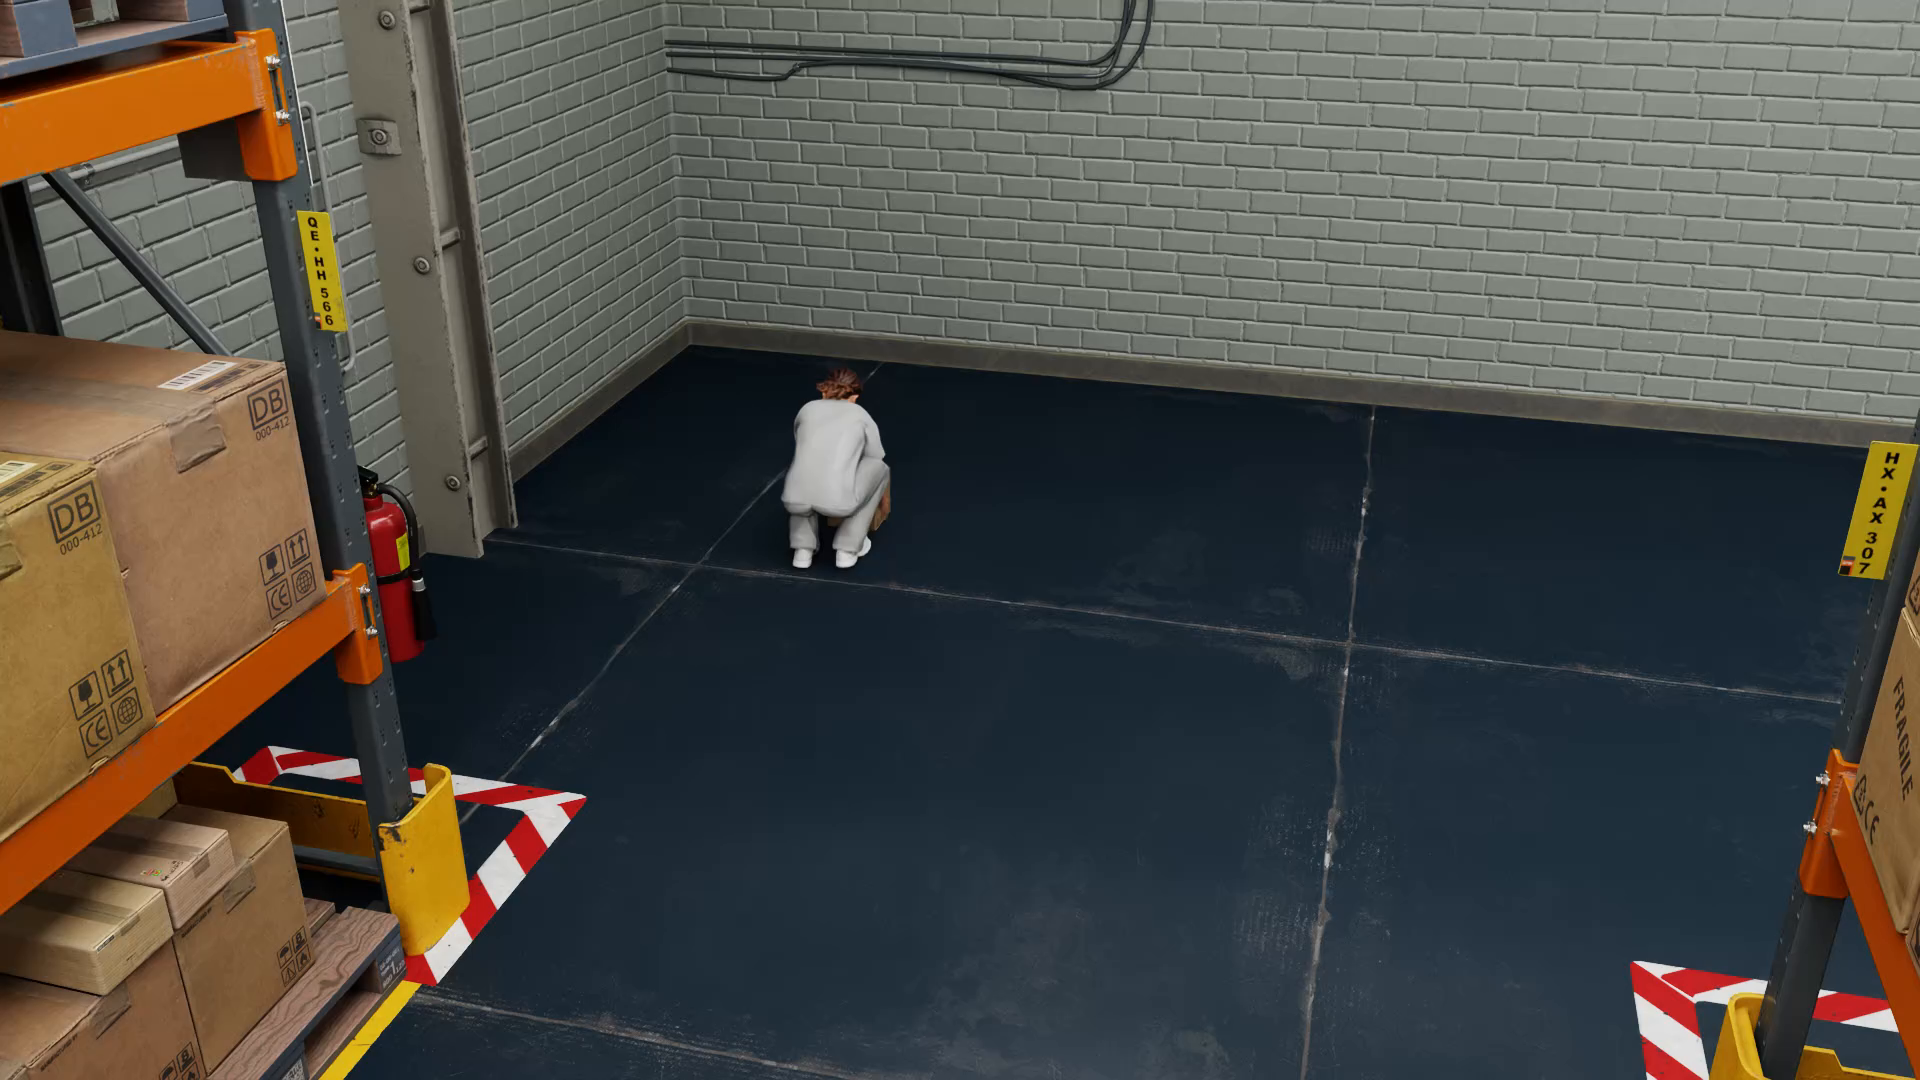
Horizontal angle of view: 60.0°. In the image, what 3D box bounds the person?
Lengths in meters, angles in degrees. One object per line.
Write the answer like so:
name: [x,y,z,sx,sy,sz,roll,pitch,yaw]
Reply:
person: [-0.594,-0.326,7.828,0.468,0.803,0.804,6,26,13]
